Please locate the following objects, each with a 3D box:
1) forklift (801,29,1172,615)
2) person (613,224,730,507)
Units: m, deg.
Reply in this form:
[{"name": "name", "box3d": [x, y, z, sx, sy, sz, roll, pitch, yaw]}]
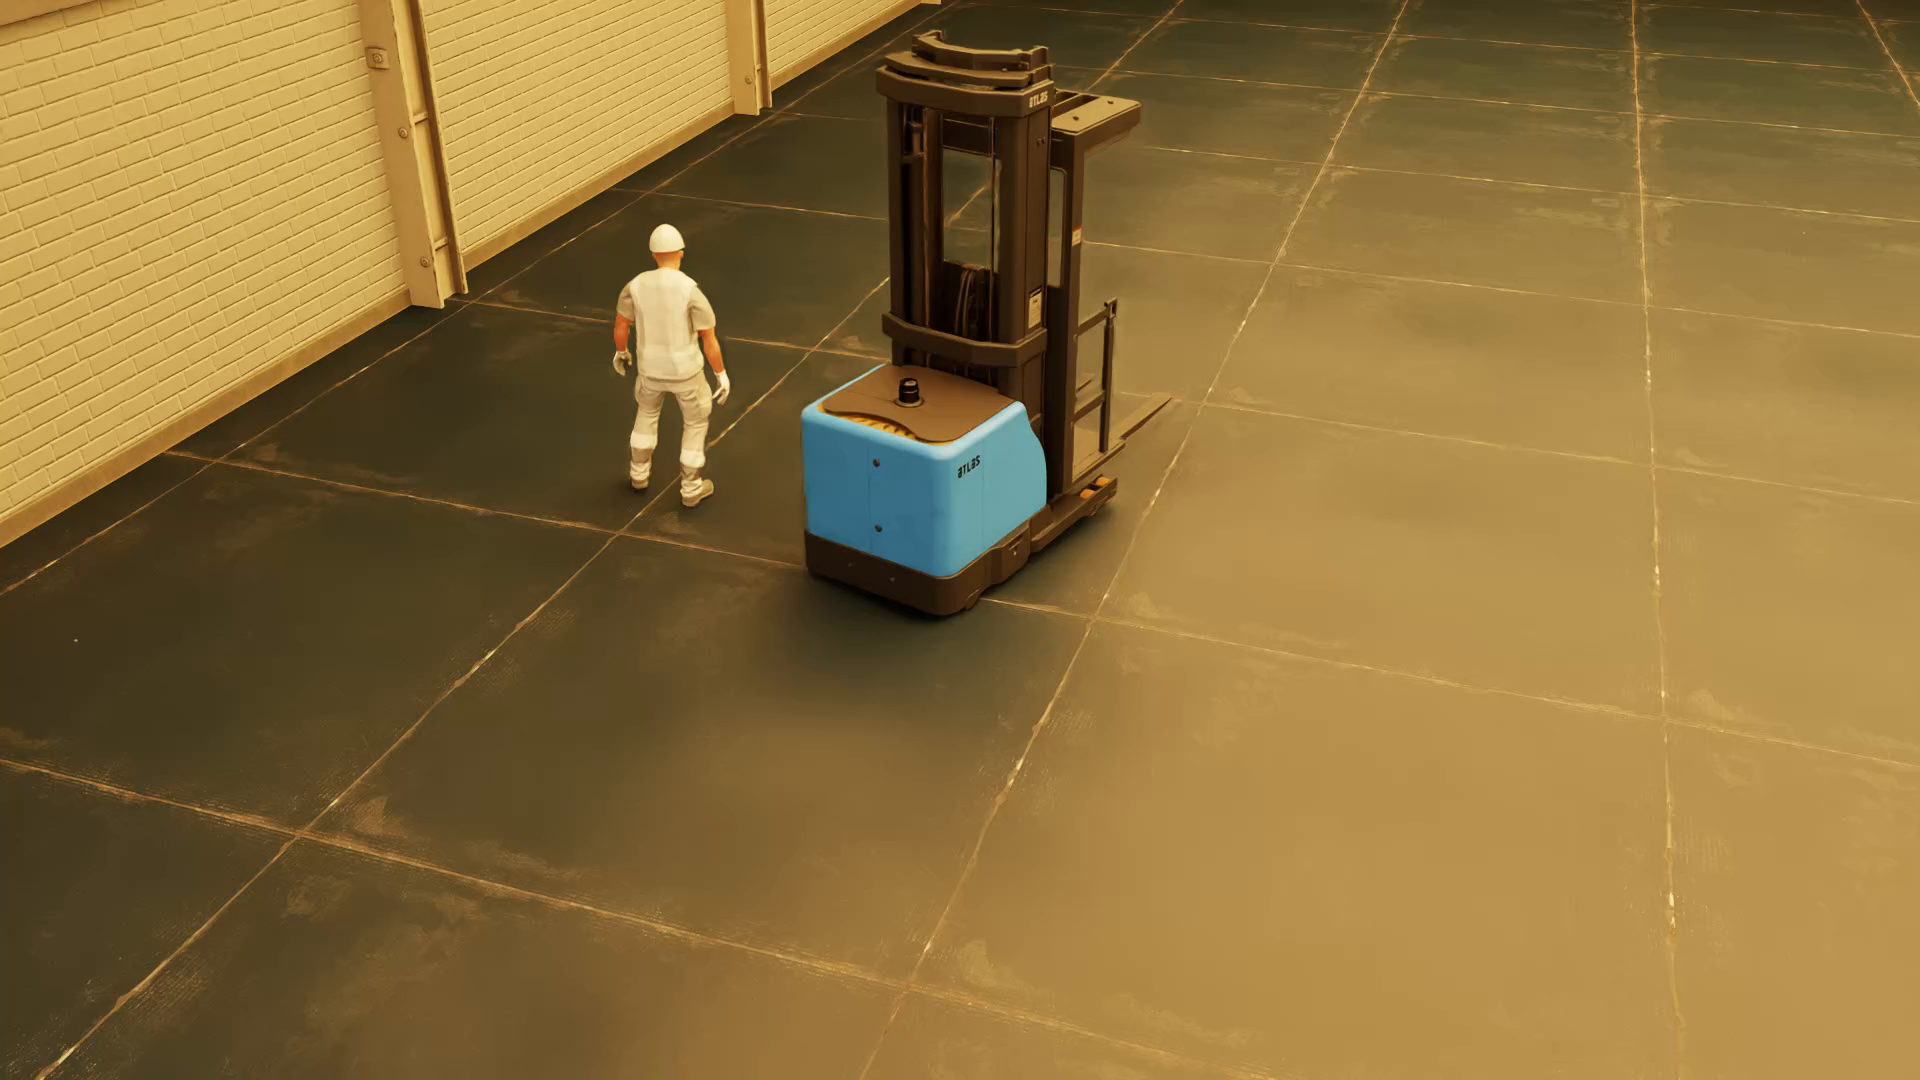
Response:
[{"name": "forklift", "box3d": [0.334, -1.540, 9.838, 1.130, 2.935, 3.031, 18, 34, 29]}, {"name": "person", "box3d": [-1.763, -1.067, 10.200, 0.796, 1.754, 0.434, 7, 30, 12]}]
